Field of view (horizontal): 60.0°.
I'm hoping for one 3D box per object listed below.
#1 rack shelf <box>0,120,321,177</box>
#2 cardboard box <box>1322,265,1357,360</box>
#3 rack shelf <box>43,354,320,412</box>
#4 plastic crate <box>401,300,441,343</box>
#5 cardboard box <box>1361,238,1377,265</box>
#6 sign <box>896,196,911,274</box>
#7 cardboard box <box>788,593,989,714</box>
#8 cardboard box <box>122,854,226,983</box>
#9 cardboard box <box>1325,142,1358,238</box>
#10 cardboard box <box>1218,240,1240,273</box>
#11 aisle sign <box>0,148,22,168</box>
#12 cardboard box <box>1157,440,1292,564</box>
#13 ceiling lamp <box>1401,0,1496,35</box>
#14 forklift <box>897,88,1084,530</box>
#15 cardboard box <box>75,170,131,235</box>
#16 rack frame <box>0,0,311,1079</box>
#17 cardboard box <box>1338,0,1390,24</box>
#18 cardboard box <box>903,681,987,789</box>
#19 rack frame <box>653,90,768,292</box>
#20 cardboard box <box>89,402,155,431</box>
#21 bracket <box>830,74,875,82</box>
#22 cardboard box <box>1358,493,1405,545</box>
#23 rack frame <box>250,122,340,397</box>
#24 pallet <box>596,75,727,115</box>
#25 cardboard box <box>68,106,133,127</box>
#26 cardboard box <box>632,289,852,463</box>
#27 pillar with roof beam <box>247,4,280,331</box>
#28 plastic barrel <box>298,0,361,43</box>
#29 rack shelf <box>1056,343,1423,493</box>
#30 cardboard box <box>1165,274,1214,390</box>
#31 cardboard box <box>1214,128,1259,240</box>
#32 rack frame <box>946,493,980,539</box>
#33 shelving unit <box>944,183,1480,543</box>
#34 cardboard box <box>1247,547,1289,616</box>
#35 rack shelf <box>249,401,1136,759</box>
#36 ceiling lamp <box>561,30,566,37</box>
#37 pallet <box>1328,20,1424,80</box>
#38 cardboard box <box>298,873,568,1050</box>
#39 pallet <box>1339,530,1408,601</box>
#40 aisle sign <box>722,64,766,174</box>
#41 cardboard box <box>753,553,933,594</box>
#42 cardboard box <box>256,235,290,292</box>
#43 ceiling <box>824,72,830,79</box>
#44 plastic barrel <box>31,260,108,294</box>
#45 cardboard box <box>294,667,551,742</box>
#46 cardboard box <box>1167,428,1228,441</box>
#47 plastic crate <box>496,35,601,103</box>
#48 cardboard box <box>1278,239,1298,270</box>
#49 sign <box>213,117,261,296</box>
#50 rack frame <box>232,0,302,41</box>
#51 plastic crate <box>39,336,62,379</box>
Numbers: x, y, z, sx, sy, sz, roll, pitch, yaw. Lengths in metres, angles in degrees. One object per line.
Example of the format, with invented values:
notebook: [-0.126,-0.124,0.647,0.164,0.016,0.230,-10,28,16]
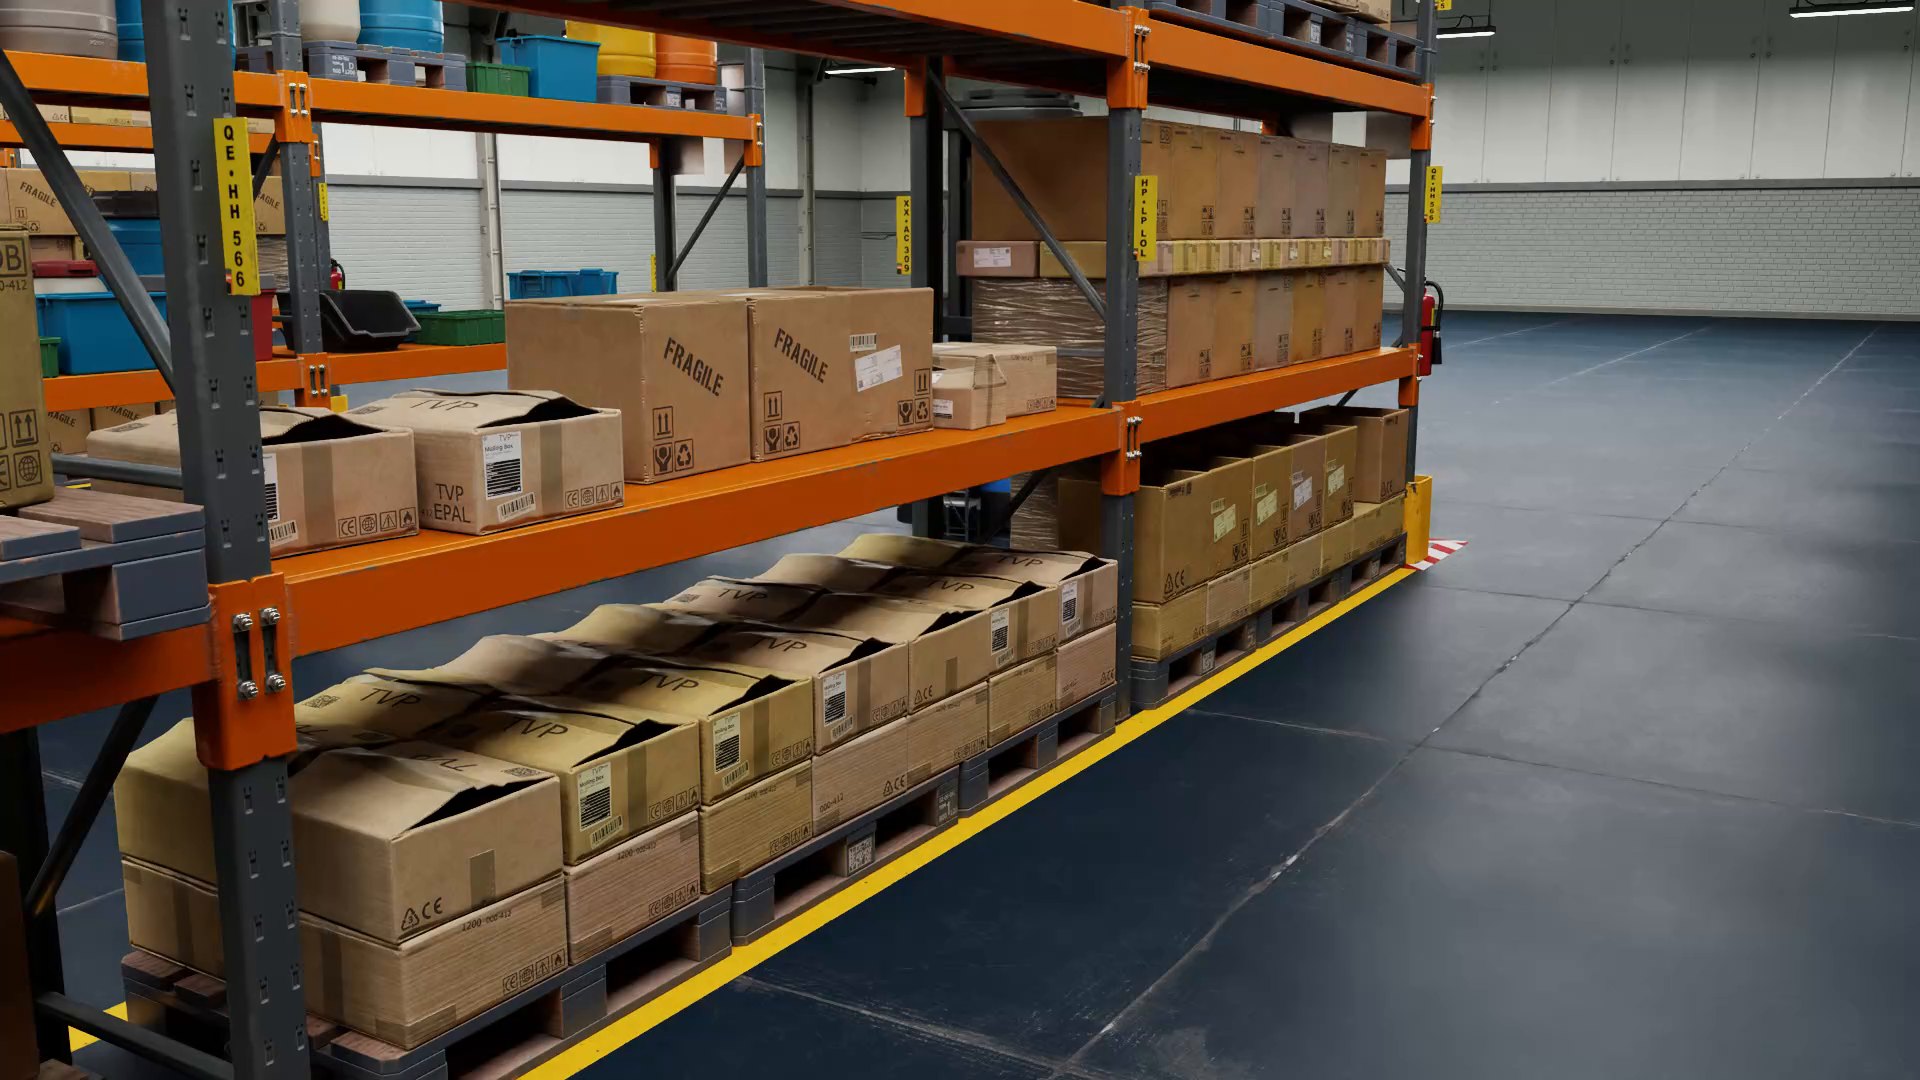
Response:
rack shelf: [-7.176,-3.155,13.375,1.077,0.370,4.000,6,12,31]
cardboard box: [1.805,-1.296,9.368,0.700,0.500,0.500,7,13,32]
rack shelf: [-5.020,-0.579,7.763,1.077,0.370,4.000,6,12,31]
plastic crate: [-3.639,-1.374,10.459,0.499,0.251,0.616,6,12,31]
cardboard box: [2.157,-1.650,9.499,0.380,0.149,0.250,7,13,32]
sign: [-0.225,-1.290,7.041,0.100,0.325,0.005,6,12,31]
cardboard box: [-0.241,0.348,5.664,0.500,0.311,0.500,6,12,31]
cardboard box: [-1.762,0.895,4.267,0.500,0.250,0.500,7,13,32]
cardboard box: [1.778,-1.925,9.203,0.700,0.500,0.500,6,12,29]
cardboard box: [1.085,-1.325,7.763,0.380,0.149,0.250,6,12,29]
aisle sign: [-10.031,-4.099,17.548,0.394,0.787,0.004,6,12,31]
cardboard box: [1.278,-0.197,8.061,0.500,0.500,0.500,6,12,31]
ceiling lamp: [9.995,-11.860,33.792,2.000,3.144,0.800,6,12,31]
forklift: [0.541,-1.724,12.113,1.130,2.935,3.031,4,11,19]
cardboard box: [-6.995,-2.690,13.290,0.500,0.500,0.500,6,12,31]
rack frame: [-1.826,-0.144,3.486,1.000,3.000,0.127,6,12,31]
cardboard box: [1.954,-2.872,8.791,0.500,0.250,0.500,6,12,31]
cardboard box: [-0.247,0.625,5.710,0.500,0.250,0.500,7,13,32]
rack frame: [-1.905,-1.876,12.737,1.000,3.000,0.127,6,12,31]
cardboard box: [-7.099,-1.036,13.904,0.500,0.500,0.500,8,13,36]
bracket: [-2.965,-13.493,48.708,0.076,0.066,3.189,6,12,31]
cardboard box: [2.301,-0.144,9.819,0.500,0.250,0.500,6,12,31]
rack frame: [-6.138,-2.349,15.265,1.000,3.000,0.127,6,12,31]
pallet: [-2.418,-3.137,11.833,1.003,0.211,1.213,6,12,31]
cardboard box: [-6.958,-3.411,13.196,0.500,0.250,0.500,6,12,30]
cardboard box: [-0.696,-0.541,5.337,0.500,0.500,0.500,6,12,31]
pillar with roof beam: [-10.074,-8.171,30.059,9.100,9.000,0.548,6,12,31]
plastic barrel: [-3.590,-3.031,9.313,0.421,0.512,0.421,0,11,0]
rack shelf: [1.289,-0.734,8.592,1.077,0.370,4.000,6,12,31]
cardboard box: [0.744,-0.976,7.659,0.700,0.500,0.500,6,12,30]
cardboard box: [0.997,-1.688,7.939,0.700,0.500,0.500,6,12,31]
rack frame: [0.019,-0.455,10.845,0.240,0.900,0.006,4,12,22]
shelving unit: [3.850,-4.561,27.307,6.136,3.114,34.650,4,12,22]
cardboard box: [1.278,0.172,8.130,0.500,0.250,0.500,6,12,31]
rack shelf: [-0.788,-0.105,5.232,1.077,0.370,4.000,6,12,31]
ceiling lamp: [-7.085,-11.788,33.517,2.000,3.185,0.800,6,12,31]
pallet: [1.938,-2.724,9.358,1.003,0.211,1.213,6,12,31]
cardboard box: [-1.304,0.947,3.990,0.500,0.250,0.500,6,12,30]
pallet: [1.966,0.093,9.799,1.003,0.211,1.213,6,12,31]
aisle sign: [-1.613,-3.137,12.407,0.394,0.787,0.004,6,12,31]
cardboard box: [-0.442,0.216,6.371,0.500,0.311,0.500,6,12,30]
cardboard box: [-6.447,-2.461,14.780,0.875,0.500,0.500,6,12,31]
ceiling: [-4.607,-11.636,31.763,15.077,2.816,27.630,6,12,31]
plastic barrel: [-4.665,-1.184,8.673,0.433,0.535,0.433,0,11,0]
cardboard box: [-1.501,0.537,4.654,0.500,0.311,0.500,6,12,30]
cardboard box: [1.077,-0.327,8.756,0.500,0.500,0.500,6,12,31]
plastic crate: [-2.637,-3.014,10.707,0.392,0.384,0.575,6,12,31]
cardboard box: [1.488,-1.448,8.415,0.380,0.149,0.250,6,12,30]
sign: [-1.358,-0.624,3.117,0.100,0.325,0.005,6,12,31]
rack frame: [-3.981,-4.196,8.825,1.000,3.000,0.127,6,12,31]
plastic crate: [-4.644,-0.842,7.789,0.450,0.188,0.662,6,12,31]
